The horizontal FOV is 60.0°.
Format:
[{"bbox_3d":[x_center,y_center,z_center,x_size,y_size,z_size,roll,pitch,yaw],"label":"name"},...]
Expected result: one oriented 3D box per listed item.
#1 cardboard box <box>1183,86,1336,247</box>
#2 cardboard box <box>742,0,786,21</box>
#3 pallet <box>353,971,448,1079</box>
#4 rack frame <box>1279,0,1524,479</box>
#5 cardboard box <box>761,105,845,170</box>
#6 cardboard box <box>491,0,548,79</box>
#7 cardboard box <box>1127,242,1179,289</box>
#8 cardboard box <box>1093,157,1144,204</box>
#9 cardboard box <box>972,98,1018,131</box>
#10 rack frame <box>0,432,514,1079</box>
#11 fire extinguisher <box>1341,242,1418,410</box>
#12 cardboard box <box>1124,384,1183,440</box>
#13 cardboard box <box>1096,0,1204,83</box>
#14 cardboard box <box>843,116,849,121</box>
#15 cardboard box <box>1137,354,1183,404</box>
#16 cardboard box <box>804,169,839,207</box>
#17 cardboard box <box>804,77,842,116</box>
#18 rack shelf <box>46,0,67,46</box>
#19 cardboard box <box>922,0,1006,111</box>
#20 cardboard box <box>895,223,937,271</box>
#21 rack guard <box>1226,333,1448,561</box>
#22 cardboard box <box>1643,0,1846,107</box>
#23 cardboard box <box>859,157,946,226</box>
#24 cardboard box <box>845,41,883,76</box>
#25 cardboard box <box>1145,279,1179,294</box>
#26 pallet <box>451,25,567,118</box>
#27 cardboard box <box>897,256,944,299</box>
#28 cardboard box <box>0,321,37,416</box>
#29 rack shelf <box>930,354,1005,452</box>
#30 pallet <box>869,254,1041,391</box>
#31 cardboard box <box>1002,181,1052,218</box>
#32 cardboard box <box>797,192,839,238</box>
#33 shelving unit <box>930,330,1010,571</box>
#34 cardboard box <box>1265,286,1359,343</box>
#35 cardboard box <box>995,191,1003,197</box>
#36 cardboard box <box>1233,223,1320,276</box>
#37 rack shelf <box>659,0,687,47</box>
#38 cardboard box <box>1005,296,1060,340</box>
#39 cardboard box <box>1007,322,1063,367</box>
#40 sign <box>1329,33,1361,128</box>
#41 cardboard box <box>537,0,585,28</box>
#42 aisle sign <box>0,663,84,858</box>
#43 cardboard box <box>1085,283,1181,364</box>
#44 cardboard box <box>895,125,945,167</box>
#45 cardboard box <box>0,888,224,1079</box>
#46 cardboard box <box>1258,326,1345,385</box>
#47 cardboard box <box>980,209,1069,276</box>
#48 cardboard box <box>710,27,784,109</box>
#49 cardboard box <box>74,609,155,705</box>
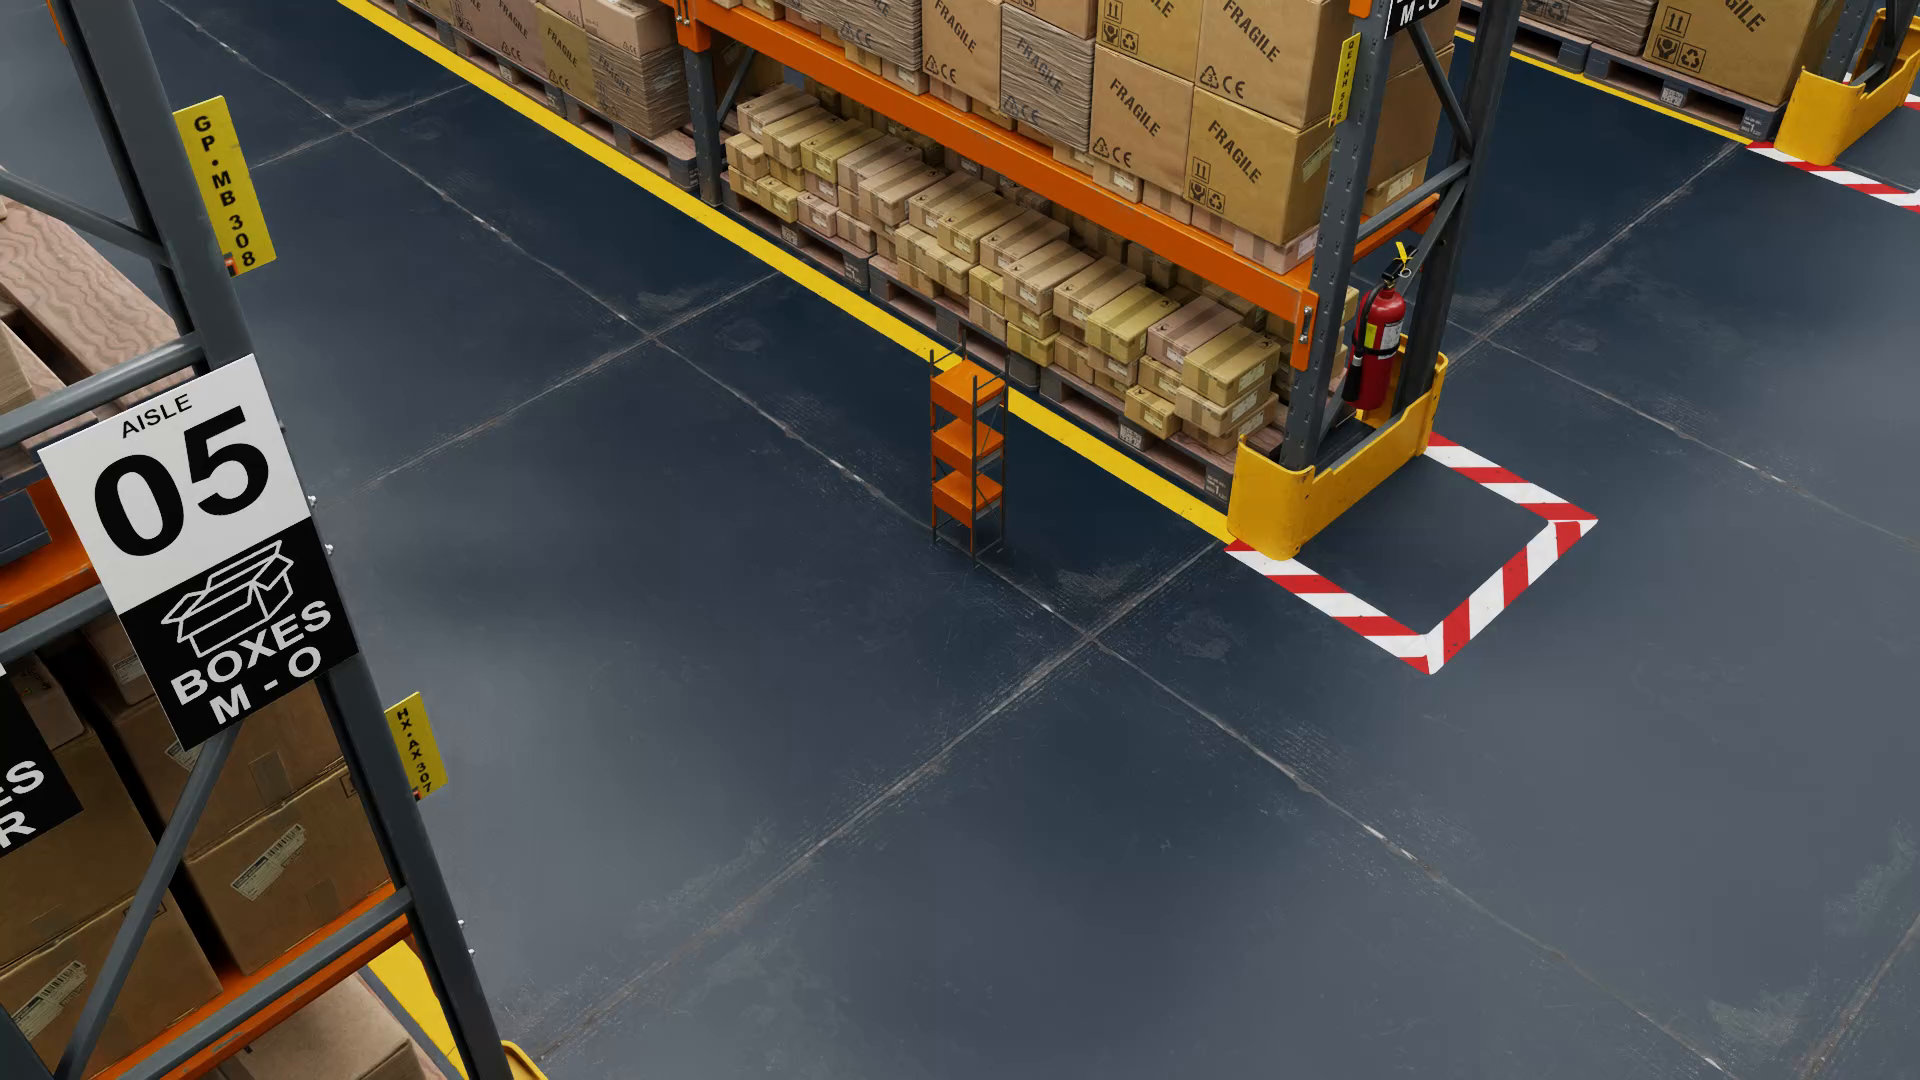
[{"bbox_3d":[1.250,-1.556,6.548,0.500,0.500,0.500,-33,52,-31],"label":"cardboard box"},{"bbox_3d":[-0.871,-2.765,8.335,0.380,0.149,0.250,-33,52,-30],"label":"cardboard box"},{"bbox_3d":[-2.303,1.781,5.284,1.003,0.211,1.213,-34,53,-31],"label":"pallet"},{"bbox_3d":[1.750,-1.317,6.582,1.000,3.000,0.127,-34,53,-31],"label":"rack frame"},{"bbox_3d":[-0.826,-2.139,8.825,0.380,0.149,0.250,-31,51,-29],"label":"cardboard box"},{"bbox_3d":[-2.497,-3.205,10.158,0.500,0.500,0.500,33,52,31],"label":"cardboard box"},{"bbox_3d":[1.020,-1.394,8.019,0.250,0.149,0.380,32,51,30],"label":"cardboard box"},{"bbox_3d":[0.786,-1.608,7.083,0.380,0.149,0.250,-33,52,-30],"label":"cardboard box"},{"bbox_3d":[0.273,-2.027,7.536,0.380,0.149,0.250,-33,52,-31],"label":"cardboard box"},{"bbox_3d":[-1.683,1.104,3.963,1.000,3.000,0.127,-34,53,-31],"label":"rack frame"},{"bbox_3d":[1.601,-0.809,6.365,0.296,0.674,0.183,-34,53,-31],"label":"fire extinguisher"},{"bbox_3d":[0.977,-0.652,7.654,0.380,0.149,0.250,-32,52,-30],"label":"cardboard box"},{"bbox_3d":[0.893,-2.174,6.481,0.500,0.500,0.500,32,52,30],"label":"cardboard box"},{"bbox_3d":[-0.427,-2.332,9.253,0.250,0.149,0.380,32,51,30],"label":"cardboard box"},{"bbox_3d":[1.029,-0.802,7.597,0.250,0.149,0.380,33,52,31],"label":"cardboard box"},{"bbox_3d":[-0.606,-1.950,8.839,0.250,0.149,0.380,34,52,31],"label":"cardboard box"},{"bbox_3d":[-0.639,-2.519,9.236,0.380,0.149,0.250,-33,52,-30],"label":"cardboard box"},{"bbox_3d":[-3.096,-1.649,3.346,1.077,0.370,4.000,-34,53,-31],"label":"rack shelf"},{"bbox_3d":[0.181,-2.289,7.342,0.500,0.500,0.500,-31,51,-29],"label":"cardboard box"},{"bbox_3d":[-0.106,-1.523,8.378,0.250,0.149,0.380,34,52,31],"label":"cardboard box"},{"bbox_3d":[1.696,-0.436,7.470,1.175,0.500,0.348,-34,53,-31],"label":"rack guard"},{"bbox_3d":[4.825,-3.289,9.972,0.875,0.875,0.875,-34,53,-31],"label":"cardboard box"},{"bbox_3d":[-0.290,-1.765,8.421,0.380,0.149,0.250,-33,52,-30],"label":"cardboard box"},{"bbox_3d":[-0.326,-2.376,7.914,0.380,0.149,0.250,-33,52,-31],"label":"cardboard box"},{"bbox_3d":[1.069,-1.317,8.155,0.380,0.149,0.250,-32,52,-30],"label":"cardboard box"},{"bbox_3d":[-2.491,-3.175,10.647,1.003,0.211,1.213,-34,53,-31],"label":"pallet"},{"bbox_3d":[-0.100,-1.413,8.478,0.250,0.149,0.380,33,52,30],"label":"cardboard box"},{"bbox_3d":[-2.065,-0.307,3.006,0.500,0.250,0.500,29,50,28],"label":"cardboard box"},{"bbox_3d":[0.038,-0.561,6.798,0.215,0.259,0.240,-34,53,-31],"label":"rack shelf"},{"bbox_3d":[0.290,-1.323,8.643,1.003,0.211,1.213,-34,53,-31],"label":"pallet"},{"bbox_3d":[0.432,-1.755,8.409,0.380,0.149,0.250,-34,52,-31],"label":"cardboard box"},{"bbox_3d":[-0.645,-1.795,8.891,0.250,0.149,0.380,34,52,31],"label":"cardboard box"},{"bbox_3d":[0.038,-0.360,6.983,0.215,1.050,0.252,-34,53,-31],"label":"shelving unit"},{"bbox_3d":[1.621,-1.057,7.654,0.250,0.149,0.380,32,51,30],"label":"cardboard box"},{"bbox_3d":[0.251,-1.793,8.670,0.250,0.149,0.380,32,51,30],"label":"cardboard box"},{"bbox_3d":[1.320,-1.246,6.691,0.380,0.149,0.250,-34,53,-31],"label":"cardboard box"},{"bbox_3d":[-2.487,-3.936,9.947,1.077,0.370,4.000,-34,53,-31],"label":"rack shelf"},{"bbox_3d":[0.432,-1.142,7.965,0.380,0.149,0.250,-33,52,-31],"label":"cardboard box"},{"bbox_3d":[0.444,-1.025,8.058,0.250,0.149,0.380,32,51,30],"label":"cardboard box"},{"bbox_3d":[1.343,-1.602,5.805,0.100,0.325,0.005,-34,53,-31],"label":"sign"},{"bbox_3d":[-2.133,-3.241,9.644,0.500,0.250,0.500,-32,51,-30],"label":"cardboard box"},{"bbox_3d":[-1.852,0.332,2.882,0.394,0.787,0.004,-34,53,-31],"label":"aisle sign"},{"bbox_3d":[0.787,-0.987,7.579,0.250,0.149,0.380,33,52,31],"label":"cardboard box"},{"bbox_3d":[-0.122,-2.137,8.822,0.380,0.149,0.250,-32,52,-30],"label":"cardboard box"},{"bbox_3d":[-2.211,0.962,4.042,0.500,0.500,0.500,-34,52,-31],"label":"cardboard box"},{"bbox_3d":[1.562,-0.908,7.712,0.380,0.149,0.250,-32,51,-30],"label":"cardboard box"},{"bbox_3d":[0.312,-1.424,8.052,0.250,0.149,0.380,32,52,30],"label":"cardboard box"},{"bbox_3d":[-1.409,-2.957,9.890,0.500,0.500,0.500,-32,51,-30],"label":"cardboard box"},{"bbox_3d":[-1.738,0.158,3.697,0.380,0.149,0.250,-33,52,-30],"label":"cardboard box"}]
